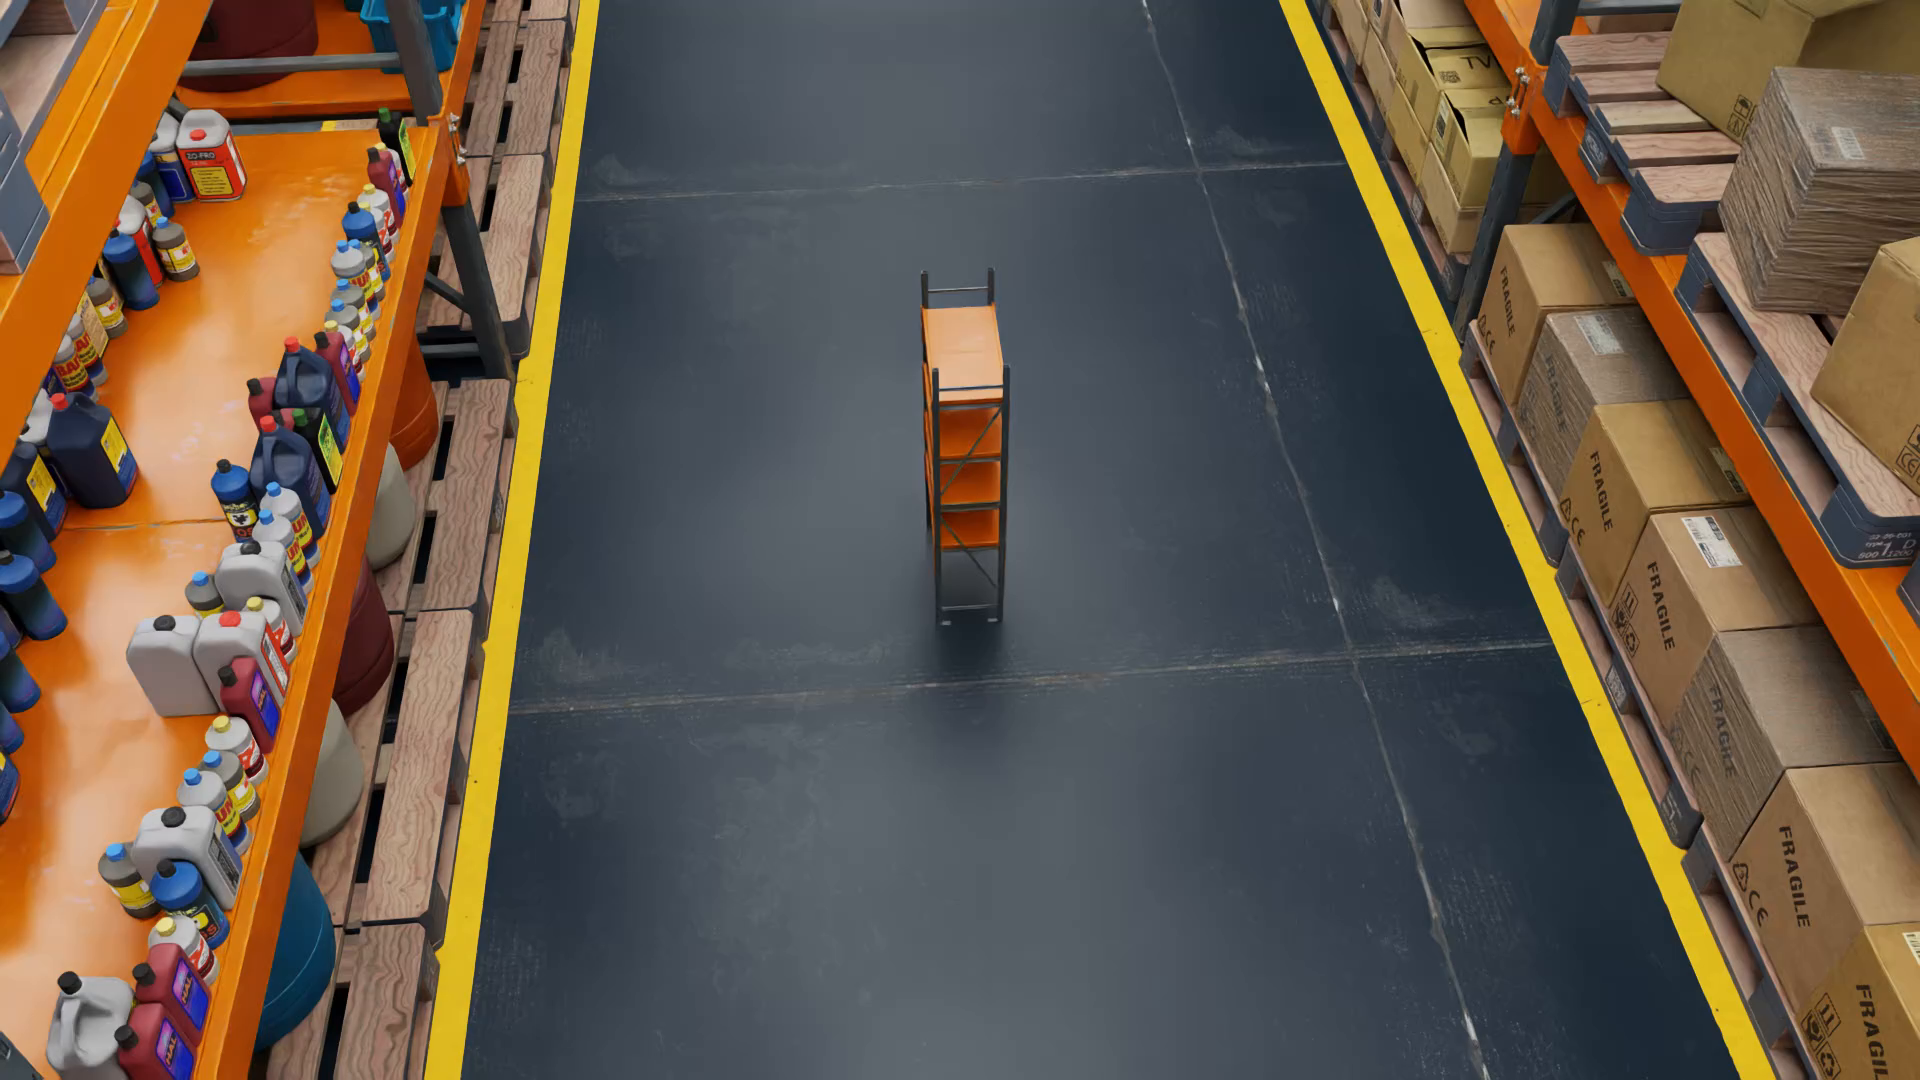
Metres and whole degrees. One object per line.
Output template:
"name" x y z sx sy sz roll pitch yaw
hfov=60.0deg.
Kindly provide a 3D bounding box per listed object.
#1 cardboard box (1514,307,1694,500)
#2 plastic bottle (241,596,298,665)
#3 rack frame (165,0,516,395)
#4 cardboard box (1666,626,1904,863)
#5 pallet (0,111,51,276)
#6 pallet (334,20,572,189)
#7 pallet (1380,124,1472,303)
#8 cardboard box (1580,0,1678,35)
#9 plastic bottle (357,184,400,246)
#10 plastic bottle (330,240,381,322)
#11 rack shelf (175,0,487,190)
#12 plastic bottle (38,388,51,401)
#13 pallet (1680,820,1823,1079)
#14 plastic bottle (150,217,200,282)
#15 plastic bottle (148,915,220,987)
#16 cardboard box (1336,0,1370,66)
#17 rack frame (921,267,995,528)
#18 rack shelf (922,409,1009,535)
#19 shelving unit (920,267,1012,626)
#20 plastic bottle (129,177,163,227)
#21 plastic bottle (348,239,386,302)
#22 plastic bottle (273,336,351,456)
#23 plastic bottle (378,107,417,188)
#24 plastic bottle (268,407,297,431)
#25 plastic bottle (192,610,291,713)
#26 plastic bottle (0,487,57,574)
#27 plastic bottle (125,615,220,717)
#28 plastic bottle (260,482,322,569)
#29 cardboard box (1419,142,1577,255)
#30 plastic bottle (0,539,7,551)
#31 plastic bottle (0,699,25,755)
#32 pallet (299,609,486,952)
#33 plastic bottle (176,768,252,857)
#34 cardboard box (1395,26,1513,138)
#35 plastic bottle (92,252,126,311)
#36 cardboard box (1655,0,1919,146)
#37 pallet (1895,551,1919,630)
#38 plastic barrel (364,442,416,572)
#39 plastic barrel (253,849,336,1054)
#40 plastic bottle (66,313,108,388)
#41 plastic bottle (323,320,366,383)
"cardboard box" 2.408 -0.495 6.071 0.500 0.500 0.500 -5 47 -5
"plastic bottle" -1.716 0.219 4.114 0.097 0.201 0.097 0 47 0
"rack frame" -2.331 -1.630 5.728 1.000 3.000 0.127 -3 47 -3
"cardboard box" 2.538 0.613 5.022 0.500 0.500 0.500 -3 47 -3
"pallet" -2.160 -0.264 2.498 1.213 0.211 1.003 -3 47 -3
"pallet" -2.457 -2.115 8.107 1.003 0.211 1.213 -3 47 -3
"pallet" 2.575 -1.567 7.589 1.003 0.211 1.213 -3 47 -3
"cardboard box" 2.618 -2.163 6.294 0.500 0.311 0.500 -1 47 -1
"plastic bottle" -1.862 -1.043 5.309 0.097 0.201 0.097 0 47 0
"plastic bottle" -1.829 -0.786 5.017 0.097 0.271 0.097 0 47 0
"rack shelf" -2.499 -2.830 7.359 1.077 0.370 4.000 -3 47 -3
"plastic bottle" -2.538 -0.332 4.587 0.097 0.271 0.097 0 47 0
"pallet" 2.834 1.338 4.837 1.003 0.211 1.213 -3 47 -3
"plastic bottle" -2.456 -0.915 5.188 0.097 0.201 0.097 0 47 0
"plastic bottle" -1.641 0.862 3.504 0.097 0.201 0.097 0 47 0
"cardboard box" 2.186 -2.602 8.253 0.500 0.250 0.500 -3 47 -3
"rack frame" -0.007 -0.469 5.868 0.240 1.200 0.015 -3 47 -3
"rack shelf" 0.014 -0.247 5.750 0.258 0.148 0.480 -3 47 -3
"shelving unit" 0.014 -0.293 5.701 0.258 1.200 0.503 -3 47 -3
"plastic bottle" -2.627 -1.073 5.337 0.097 0.201 0.097 0 47 0
"plastic bottle" -1.837 -0.832 5.109 0.097 0.201 0.097 0 47 0
"plastic bottle" -1.805 -0.402 4.598 0.144 0.351 0.185 -3 47 -3
"plastic bottle" -1.872 -1.323 5.517 0.061 0.283 0.133 -3 47 -3
"plastic bottle" -1.811 -0.262 4.513 0.061 0.283 0.133 -3 47 -3
"plastic bottle" -1.733 0.279 4.005 0.152 0.276 0.135 -3 47 -3
"plastic bottle" -2.443 -0.034 4.305 0.097 0.271 0.097 0 47 0
"plastic bottle" -1.885 0.288 3.997 0.152 0.276 0.135 -3 47 -3
"plastic bottle" -1.743 -0.043 4.314 0.097 0.271 0.097 0 47 0
"cardboard box" 2.318 -1.493 7.203 0.500 0.250 0.500 -2 47 -2
"plastic bottle" -2.520 -0.020 4.284 0.061 0.283 0.133 -3 47 -3
"plastic bottle" -2.302 0.393 3.901 0.097 0.271 0.097 0 47 0
"pallet" -2.125 0.777 5.368 1.003 0.211 1.213 -3 47 -3
"plastic bottle" -1.669 0.600 3.704 0.097 0.271 0.097 0 47 0
"cardboard box" 2.266 -2.060 7.353 0.500 0.311 0.500 -4 47 -4
"plastic bottle" -2.613 -0.823 5.043 0.061 0.283 0.133 -3 47 -3
"cardboard box" 2.770 -1.658 5.396 0.700 0.500 0.500 -18 49 -16
"pallet" 2.982 0.447 3.893 1.003 0.211 1.213 -3 47 -3
"plastic barrel" -2.137 -0.163 5.762 0.421 0.512 0.421 0 47 0
"plastic barrel" -2.084 0.934 4.455 0.600 0.901 0.708 -3 47 -3
"plastic bottle" -2.566 -0.569 4.812 0.097 0.271 0.097 0 47 0
"plastic bottle" -1.805 -0.550 4.842 0.097 0.201 0.097 0 47 0
